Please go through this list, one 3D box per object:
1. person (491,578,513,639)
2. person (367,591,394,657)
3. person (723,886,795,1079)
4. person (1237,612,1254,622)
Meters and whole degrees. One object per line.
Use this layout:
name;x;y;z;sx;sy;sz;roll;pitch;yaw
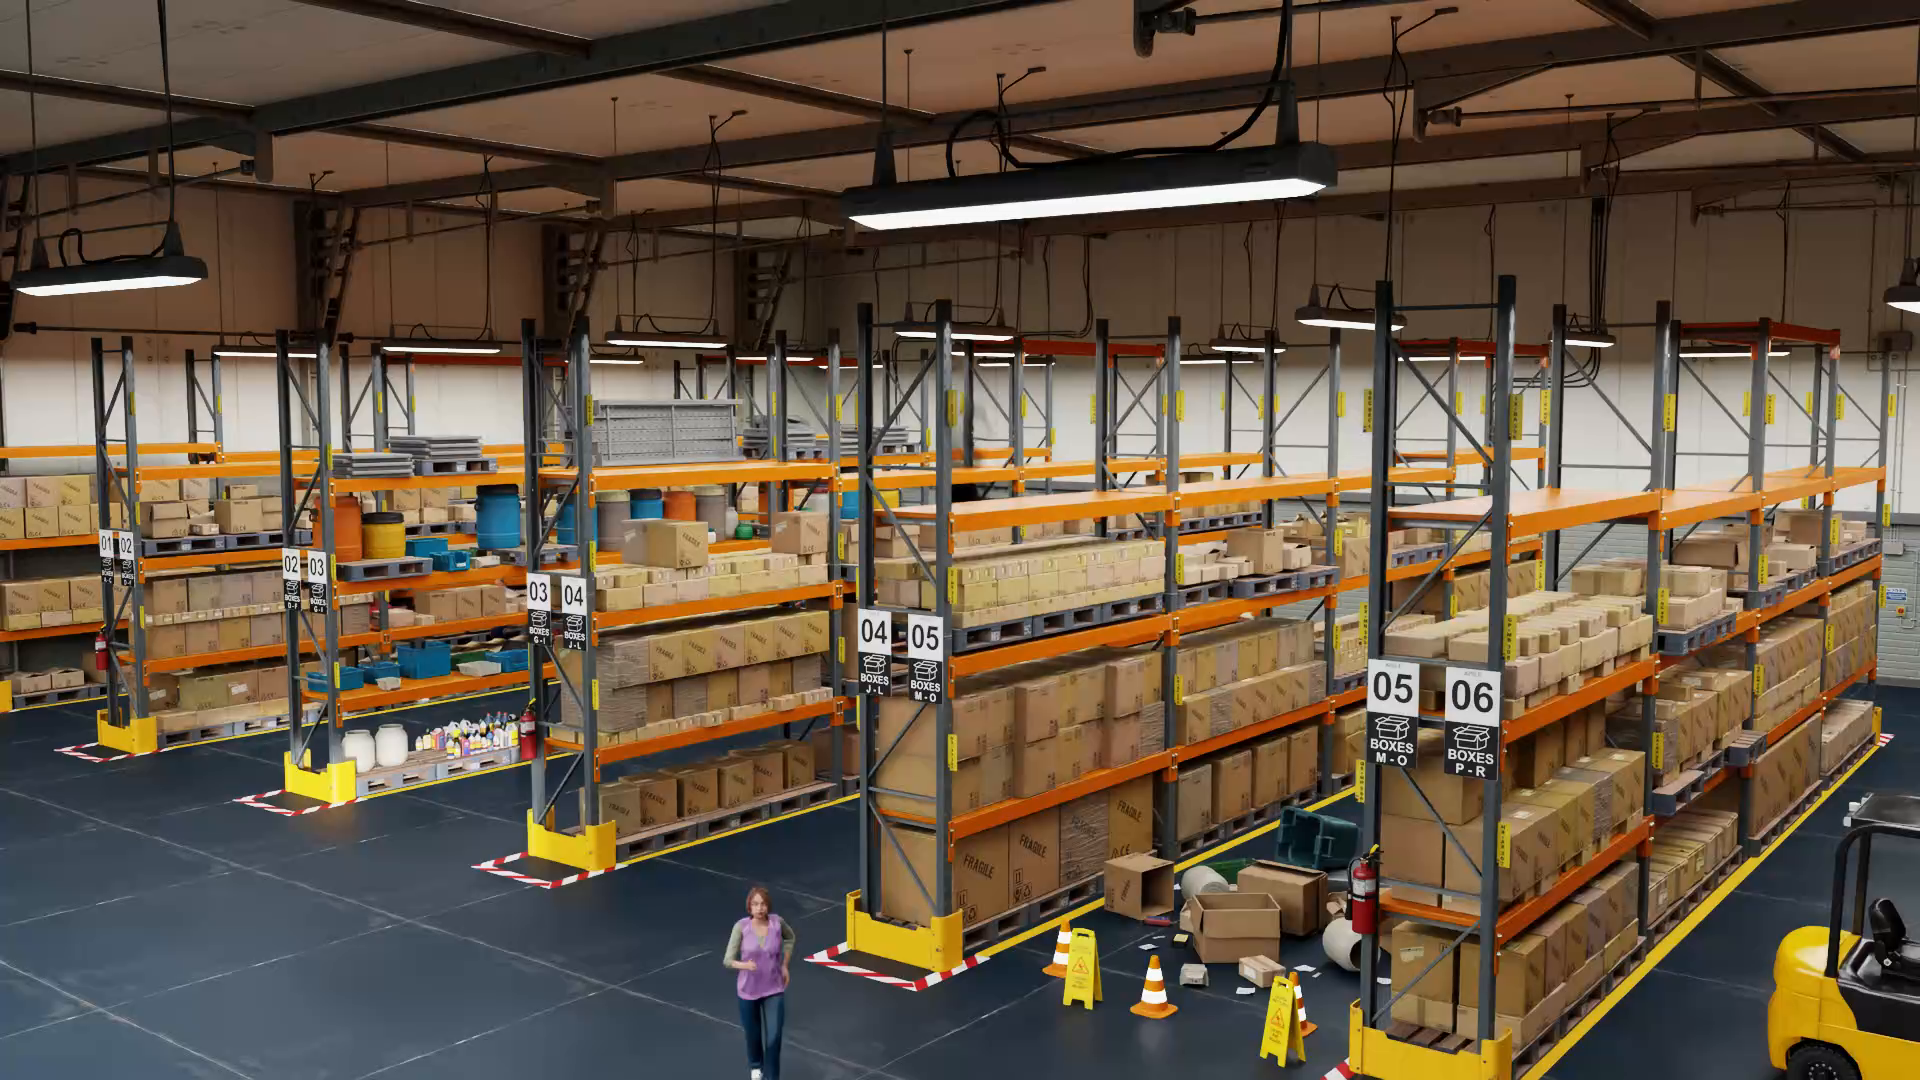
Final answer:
person;-9.078;1.519;32.668;0.591;1.606;0.576;3;6;29
person;-10.393;1.706;29.505;0.665;1.699;1.010;3;6;31
person;-1.449;3.307;12.067;0.524;1.635;0.719;-1;5;-8
person;4.221;1.907;24.110;0.674;1.754;0.659;-5;7;-44
